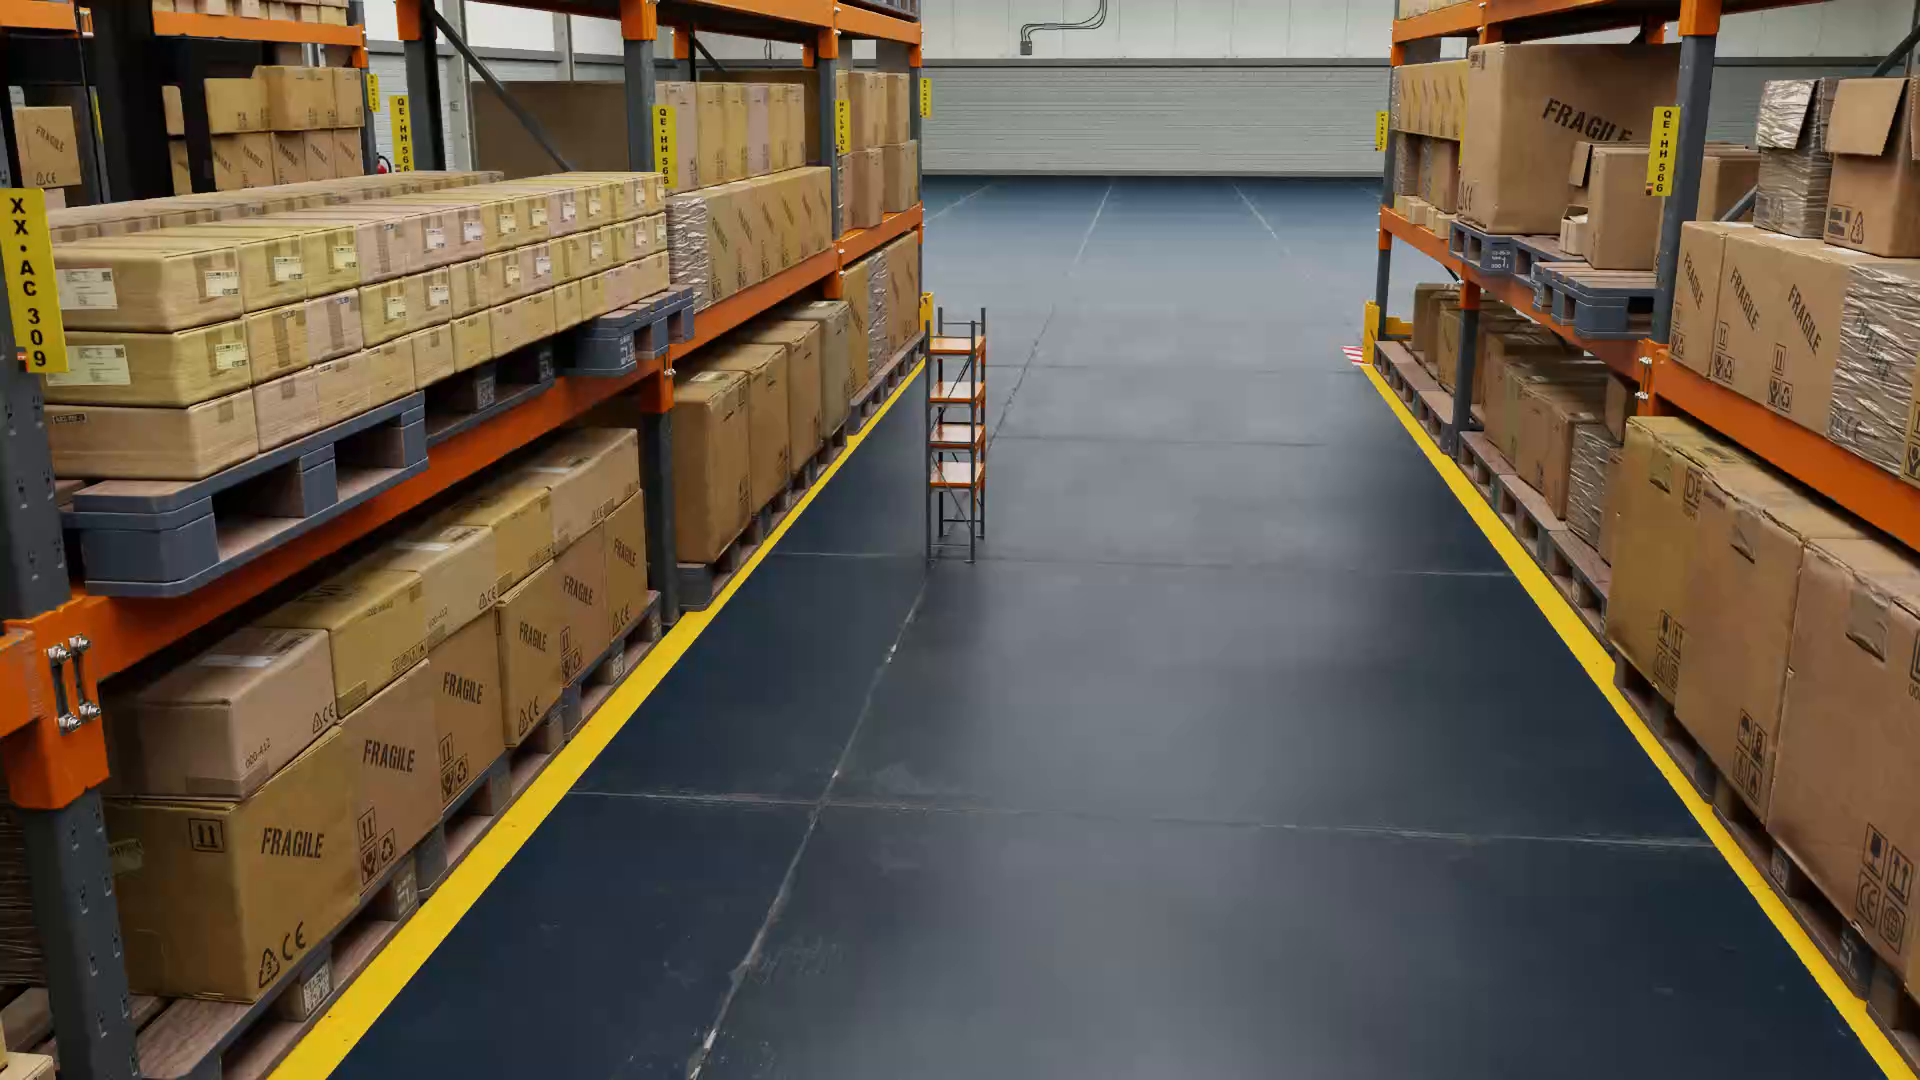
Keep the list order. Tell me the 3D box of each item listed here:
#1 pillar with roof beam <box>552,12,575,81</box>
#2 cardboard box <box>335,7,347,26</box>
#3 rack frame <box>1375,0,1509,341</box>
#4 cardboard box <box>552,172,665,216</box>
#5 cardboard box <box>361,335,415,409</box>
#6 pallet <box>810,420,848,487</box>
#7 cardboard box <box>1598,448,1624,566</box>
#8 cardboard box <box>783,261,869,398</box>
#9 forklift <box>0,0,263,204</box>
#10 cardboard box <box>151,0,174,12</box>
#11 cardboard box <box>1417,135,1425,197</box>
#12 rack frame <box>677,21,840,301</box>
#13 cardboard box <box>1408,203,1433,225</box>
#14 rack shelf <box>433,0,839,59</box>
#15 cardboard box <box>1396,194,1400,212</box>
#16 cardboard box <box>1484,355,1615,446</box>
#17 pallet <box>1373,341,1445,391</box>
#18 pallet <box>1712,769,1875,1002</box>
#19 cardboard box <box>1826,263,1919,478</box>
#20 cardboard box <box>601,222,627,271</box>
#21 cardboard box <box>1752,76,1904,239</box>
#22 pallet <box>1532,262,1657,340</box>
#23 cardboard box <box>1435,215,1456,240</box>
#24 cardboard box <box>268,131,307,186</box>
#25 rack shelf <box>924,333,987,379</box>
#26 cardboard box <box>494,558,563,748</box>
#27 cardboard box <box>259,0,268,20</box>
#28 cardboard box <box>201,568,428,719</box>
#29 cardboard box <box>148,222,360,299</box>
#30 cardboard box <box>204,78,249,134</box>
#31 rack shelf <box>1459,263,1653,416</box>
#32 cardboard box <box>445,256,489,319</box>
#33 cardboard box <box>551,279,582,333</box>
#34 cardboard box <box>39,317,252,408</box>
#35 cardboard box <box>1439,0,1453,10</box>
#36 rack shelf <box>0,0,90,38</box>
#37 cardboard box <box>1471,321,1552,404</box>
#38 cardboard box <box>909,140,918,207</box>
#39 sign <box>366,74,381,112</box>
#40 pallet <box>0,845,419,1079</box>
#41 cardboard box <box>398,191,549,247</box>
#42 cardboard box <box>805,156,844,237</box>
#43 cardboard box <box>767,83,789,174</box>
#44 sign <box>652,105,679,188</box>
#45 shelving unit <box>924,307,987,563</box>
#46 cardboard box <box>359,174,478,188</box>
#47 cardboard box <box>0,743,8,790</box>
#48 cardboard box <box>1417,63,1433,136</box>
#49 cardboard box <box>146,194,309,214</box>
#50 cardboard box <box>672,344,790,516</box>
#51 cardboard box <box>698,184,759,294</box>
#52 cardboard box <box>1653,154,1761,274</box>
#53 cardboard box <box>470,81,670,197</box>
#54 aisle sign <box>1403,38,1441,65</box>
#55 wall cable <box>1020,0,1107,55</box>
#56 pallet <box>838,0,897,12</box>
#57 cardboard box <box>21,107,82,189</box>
[{"bbox_3d":[-4.690,-12.272,36.806,9.100,9.000,0.400,2,15,6],"label":"pillar with roof beam"},{"bbox_3d":[-5.531,-4.513,14.339,0.380,0.149,0.250,2,15,7],"label":"cardboard box"},{"bbox_3d":[4.078,-2.995,13.991,1.000,3.000,0.127,2,15,6],"label":"rack frame"},{"bbox_3d":[-1.341,-1.320,6.336,0.380,0.149,0.250,1,15,4],"label":"cardboard box"},{"bbox_3d":[-1.605,-0.427,4.171,0.380,0.149,0.250,2,15,7],"label":"cardboard box"},{"bbox_3d":[-1.302,-0.581,10.408,1.003,0.211,1.213,2,15,6],"label":"pallet"},{"bbox_3d":[3.231,-0.100,7.232,0.700,0.500,0.500,1,15,3],"label":"cardboard box"},{"bbox_3d":[-1.150,-1.468,11.610,0.875,0.875,0.875,2,15,7],"label":"cardboard box"},{"bbox_3d":[-3.982,-1.345,8.021,1.130,2.935,3.031,1,15,2],"label":"forklift"},{"bbox_3d":[-5.870,-3.847,11.878,0.380,0.149,0.250,2,15,8],"label":"cardboard box"},{"bbox_3d":[4.051,-2.912,12.922,0.875,0.500,0.500,2,15,6],"label":"cardboard box"},{"bbox_3d":[-1.290,-2.130,10.792,1.000,3.000,0.127,2,15,6],"label":"rack frame"},{"bbox_3d":[3.543,-2.421,12.349,0.380,0.149,0.250,2,15,6],"label":"cardboard box"},{"bbox_3d":[-1.516,-2.712,8.576,1.077,0.370,4.000,2,15,6],"label":"rack shelf"},{"bbox_3d":[3.762,-2.743,13.539,0.380,0.149,0.250,2,15,6],"label":"cardboard box"},{"bbox_3d":[3.536,-0.805,9.837,0.700,0.500,0.500,1,15,2],"label":"cardboard box"},{"bbox_3d":[3.943,-1.419,13.507,1.003,0.211,1.213,2,15,6],"label":"pallet"},{"bbox_3d":[2.871,0.944,4.767,1.003,0.211,1.213,2,15,6],"label":"pallet"},{"bbox_3d":[2.681,-0.454,4.403,0.500,0.500,0.500,2,15,6],"label":"cardboard box"},{"bbox_3d":[-1.400,-1.038,5.862,0.380,0.149,0.250,2,15,8],"label":"cardboard box"},{"bbox_3d":[3.077,-1.263,5.475,0.797,0.503,0.637,2,15,8],"label":"cardboard box"},{"bbox_3d":[3.150,-1.015,7.038,1.213,0.211,1.003,2,15,6],"label":"pallet"},{"bbox_3d":[3.402,-2.096,11.150,0.380,0.149,0.250,2,15,6],"label":"cardboard box"},{"bbox_3d":[-5.677,-3.070,13.509,0.500,0.500,0.500,2,15,6],"label":"cardboard box"},{"bbox_3d":[-0.019,-0.916,8.244,0.258,0.148,0.480,2,15,6],"label":"rack shelf"},{"bbox_3d":[-1.662,0.362,5.561,0.500,0.500,0.500,1,15,4],"label":"cardboard box"},{"bbox_3d":[-5.703,-4.181,13.114,0.380,0.149,0.250,1,15,5],"label":"cardboard box"},{"bbox_3d":[-1.789,0.265,4.483,0.500,0.250,0.500,2,15,8],"label":"cardboard box"},{"bbox_3d":[-1.635,-0.651,3.860,0.380,0.149,0.250,2,15,7],"label":"cardboard box"},{"bbox_3d":[-5.792,-3.293,12.416,0.700,0.500,0.500,1,15,5],"label":"cardboard box"},{"bbox_3d":[3.401,-1.092,8.330,1.077,0.370,4.000,2,15,6],"label":"rack shelf"},{"bbox_3d":[-1.548,-0.709,4.645,0.380,0.149,0.250,1,15,5],"label":"cardboard box"},{"bbox_3d":[-1.460,-0.767,5.428,0.380,0.149,0.250,1,15,4],"label":"cardboard box"},{"bbox_3d":[-1.692,-0.369,3.386,0.380,0.149,0.250,2,15,7],"label":"cardboard box"},{"bbox_3d":[3.540,-3.727,11.238,0.500,0.250,0.500,2,15,6],"label":"cardboard box"},{"bbox_3d":[-6.446,-2.831,9.018,1.077,0.370,4.000,2,15,6],"label":"rack shelf"},{"bbox_3d":[3.769,-1.205,11.356,0.500,0.500,0.500,7,17,24],"label":"cardboard box"},{"bbox_3d":[-0.836,-3.142,14.248,0.875,0.550,0.550,2,15,6],"label":"cardboard box"},{"bbox_3d":[-5.220,-3.977,14.799,0.100,0.325,0.005,2,15,6],"label":"sign"},{"bbox_3d":[-2.107,1.089,4.230,1.003,0.211,1.213,2,15,6],"label":"pallet"},{"bbox_3d":[-1.490,-0.985,5.096,0.380,0.149,0.250,2,15,9],"label":"cardboard box"},{"bbox_3d":[-1.261,-2.298,11.128,0.875,0.550,0.550,2,15,6],"label":"cardboard box"},{"bbox_3d":[-1.397,-2.398,9.678,0.700,0.500,0.500,1,15,5],"label":"cardboard box"},{"bbox_3d":[-1.201,-1.600,6.764,0.100,0.325,0.005,2,15,6],"label":"sign"},{"bbox_3d":[-0.019,-0.536,8.347,0.258,1.200,0.503,2,15,6],"label":"shelving unit"},{"bbox_3d":[-2.014,-1.277,6.175,0.380,0.149,0.250,1,15,5],"label":"cardboard box"},{"bbox_3d":[-2.360,0.386,4.034,0.500,0.250,0.500,1,15,5],"label":"cardboard box"},{"bbox_3d":[3.576,-3.146,11.872,0.500,0.500,0.500,2,15,6],"label":"cardboard box"},{"bbox_3d":[-2.165,-0.941,4.934,0.380,0.149,0.250,1,15,5],"label":"cardboard box"},{"bbox_3d":[-1.488,-0.591,8.607,1.050,0.750,0.750,2,15,7],"label":"cardboard box"},{"bbox_3d":[-1.311,-1.512,8.315,0.500,0.500,0.500,2,15,6],"label":"cardboard box"},{"bbox_3d":[3.196,-1.312,6.773,0.500,0.500,0.500,0,15,-1],"label":"cardboard box"},{"bbox_3d":[-1.681,-1.739,7.241,0.700,0.500,0.500,2,15,6],"label":"cardboard box"},{"bbox_3d":[3.787,-4.275,13.744,0.394,0.787,0.004,2,15,6],"label":"aisle sign"},{"bbox_3d":[2.787,-16.038,44.219,2.305,6.003,0.169,2,15,6],"label":"wall cable"},{"bbox_3d":[-1.047,-4.062,12.363,1.003,0.211,1.213,2,15,6],"label":"pallet"},{"bbox_3d":[-6.044,-2.517,10.659,0.500,0.500,0.500,1,15,5],"label":"cardboard box"}]
